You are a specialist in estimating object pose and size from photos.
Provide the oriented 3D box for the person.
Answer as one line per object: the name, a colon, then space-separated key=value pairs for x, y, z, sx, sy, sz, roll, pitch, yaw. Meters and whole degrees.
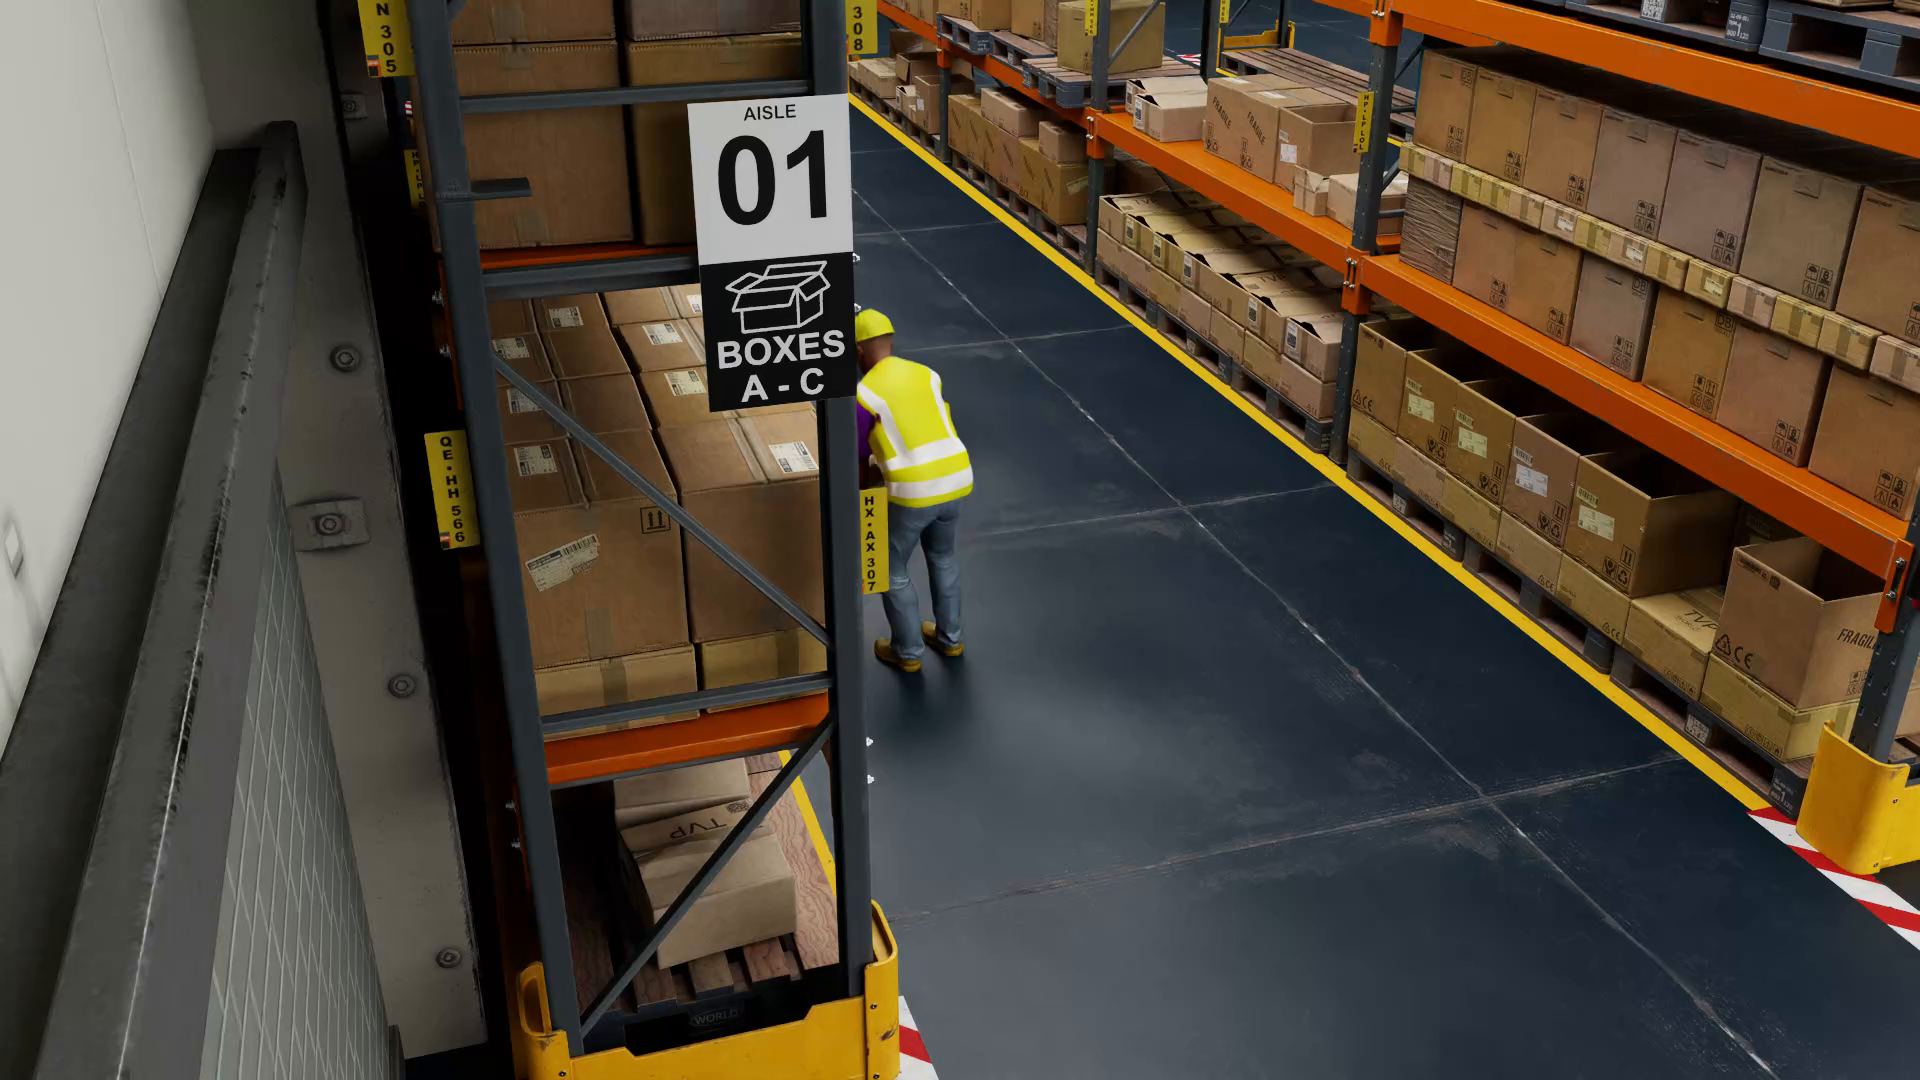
person: x=-0.280 y=-0.233 z=7.708 sx=0.489 sy=1.634 sz=0.715 roll=-18 pitch=31 yaw=-32
